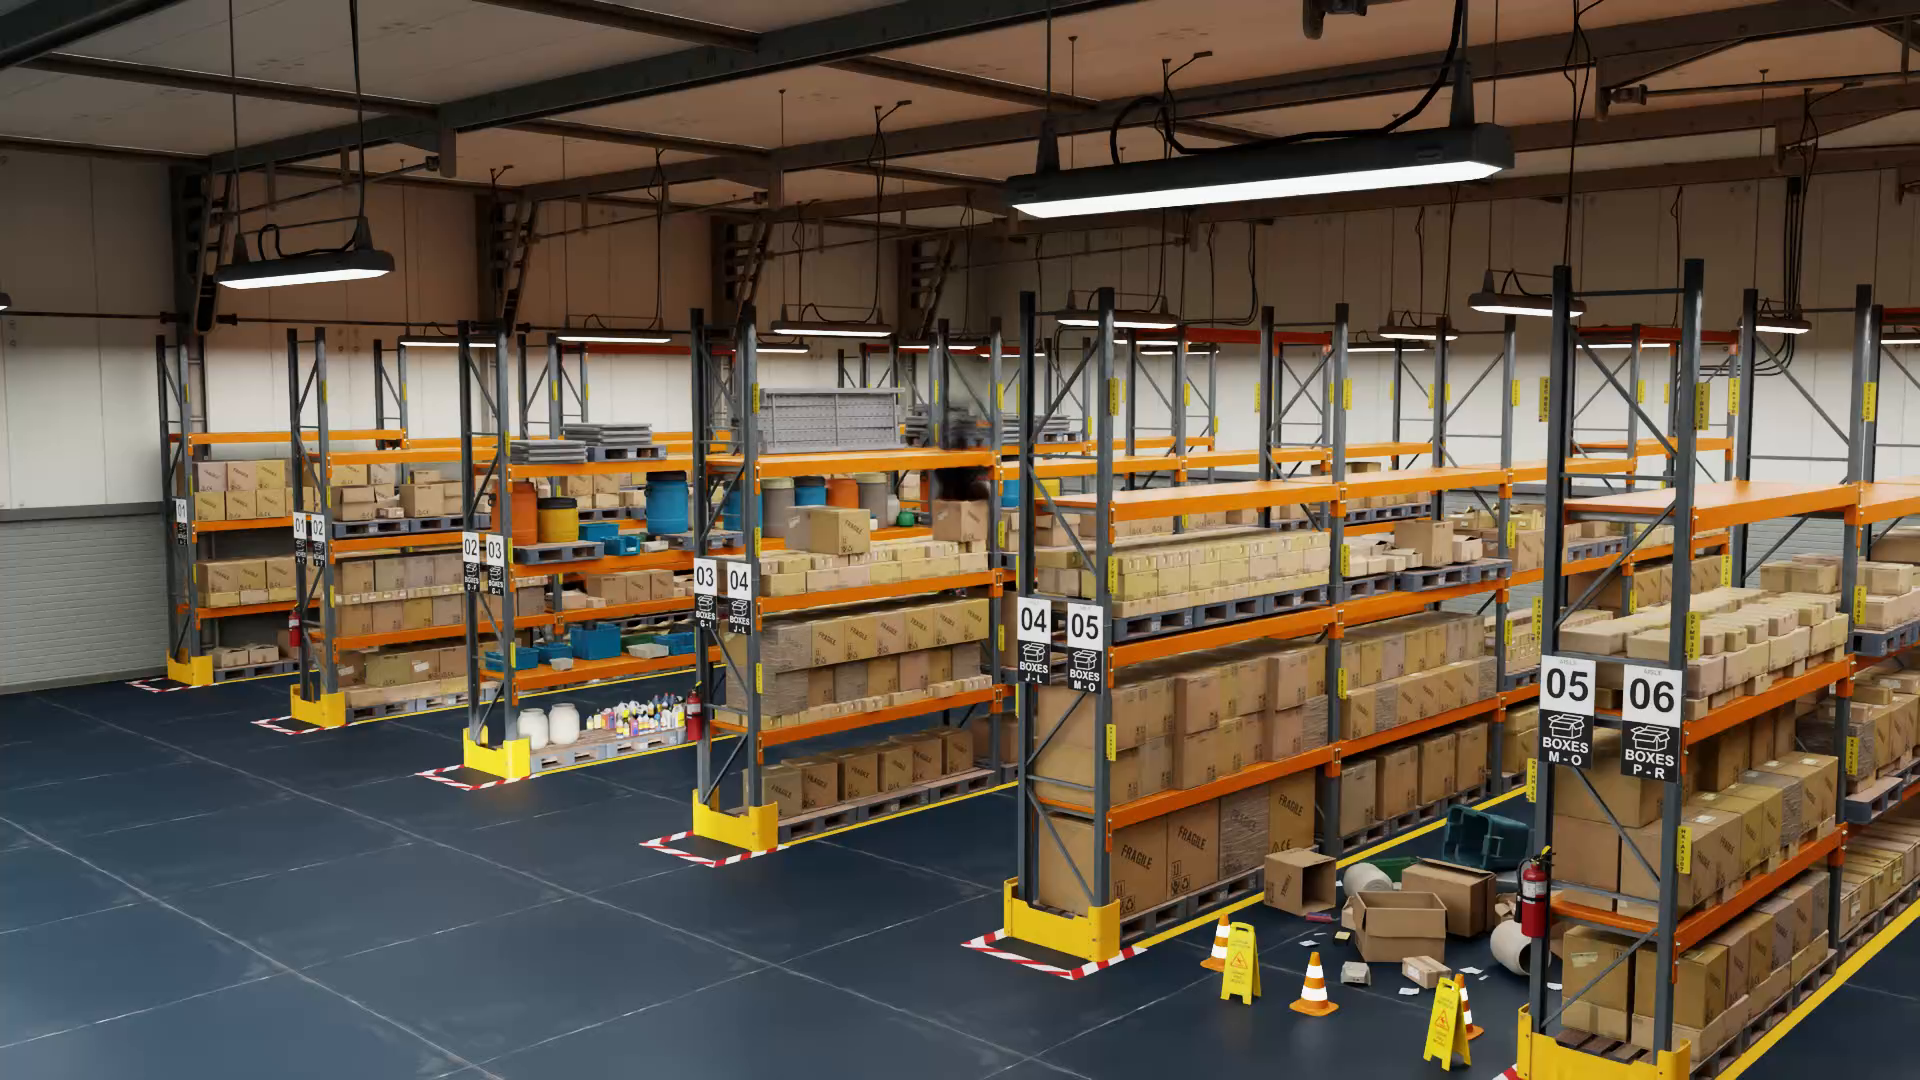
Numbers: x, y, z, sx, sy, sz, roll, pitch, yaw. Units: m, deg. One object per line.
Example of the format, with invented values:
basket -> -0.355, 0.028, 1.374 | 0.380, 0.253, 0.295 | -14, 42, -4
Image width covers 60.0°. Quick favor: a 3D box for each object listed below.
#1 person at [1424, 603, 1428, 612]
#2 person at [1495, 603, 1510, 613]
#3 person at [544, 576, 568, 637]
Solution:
person -> 7.611, 1.799, 26.963 | 0.616, 1.664, 0.743 | 4, 7, 39
person -> 8.374, 1.857, 25.815 | 0.656, 1.824, 0.744 | 4, 7, 39
person -> -7.386, 1.494, 30.336 | 0.571, 1.670, 0.566 | -5, 7, -44
